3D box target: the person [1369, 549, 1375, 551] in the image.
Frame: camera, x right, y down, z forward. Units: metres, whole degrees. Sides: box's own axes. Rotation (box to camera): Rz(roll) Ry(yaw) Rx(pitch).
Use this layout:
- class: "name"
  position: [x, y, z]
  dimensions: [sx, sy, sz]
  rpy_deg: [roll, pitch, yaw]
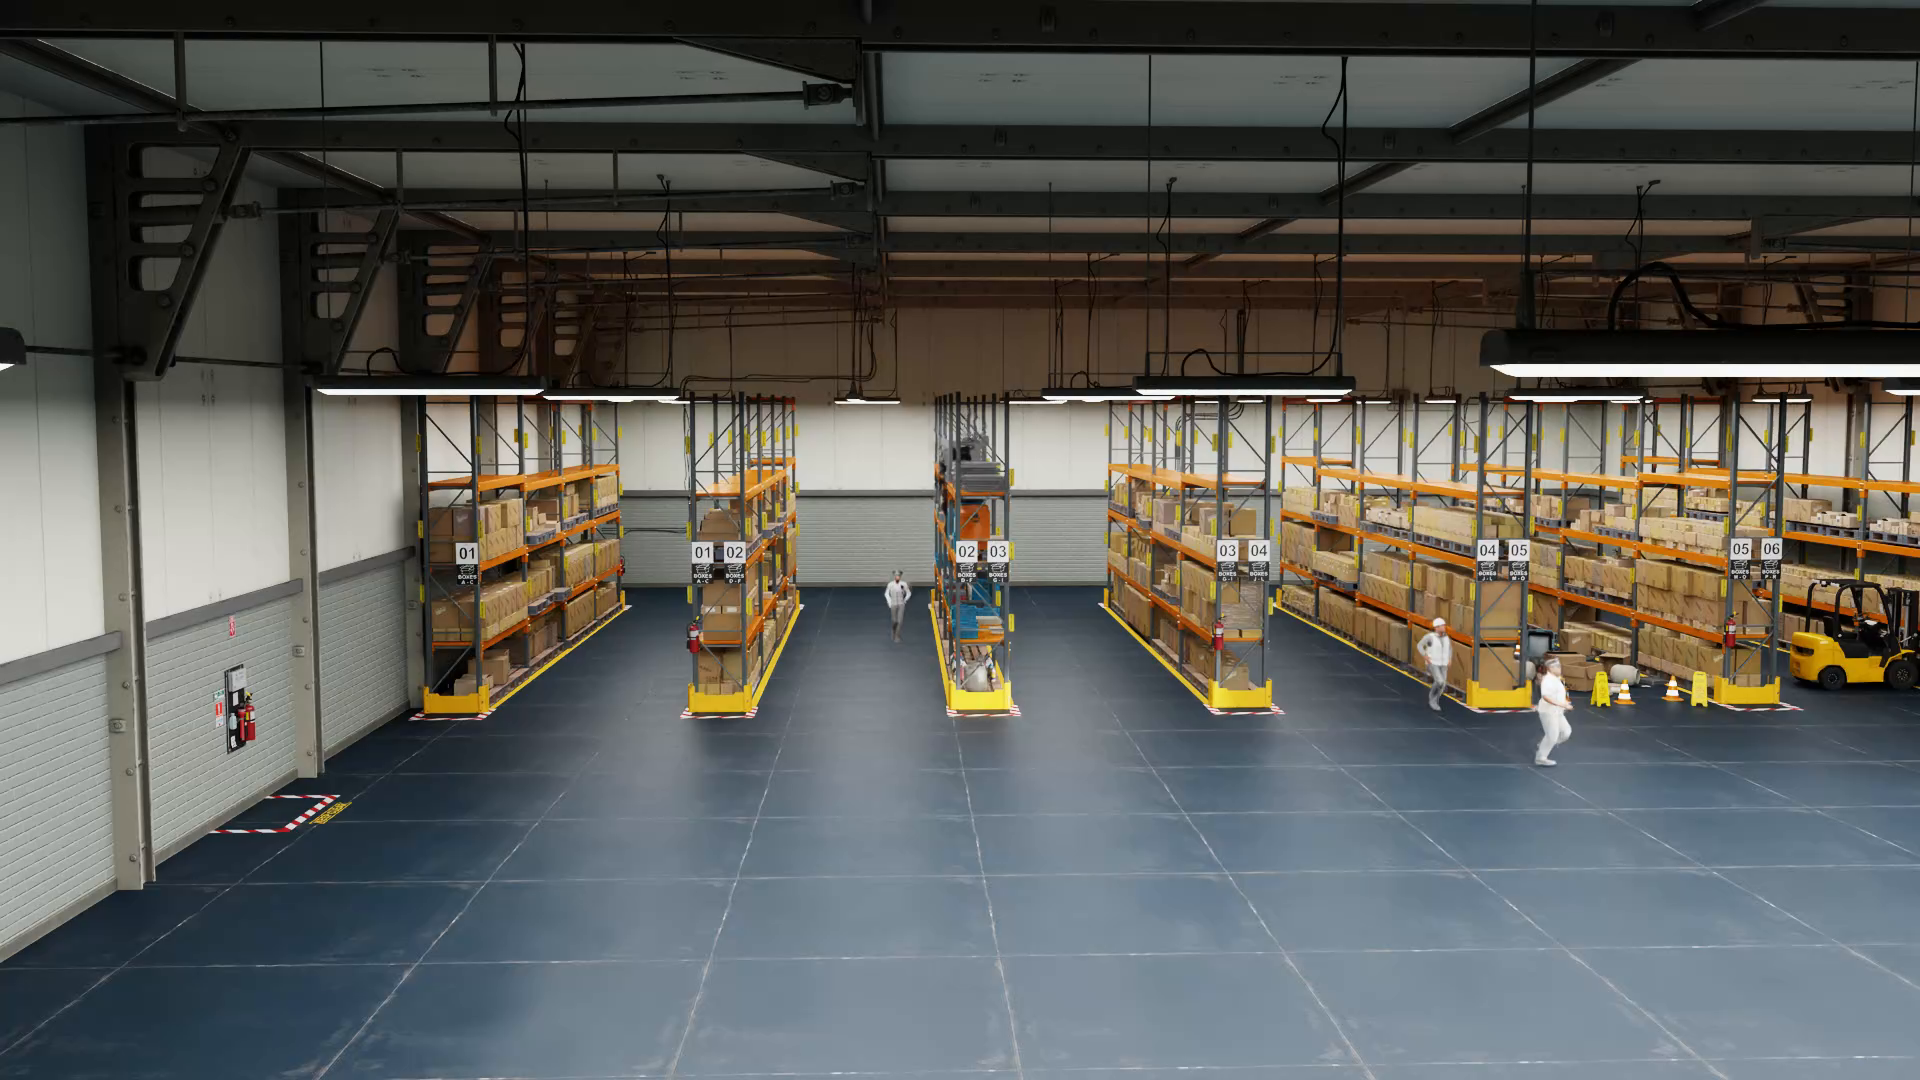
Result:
- class: "person"
  position: [11.324, 1.153, 45.788]
  dimensions: [0.672, 1.819, 0.928]
  rpy_deg: [-1, 5, -7]

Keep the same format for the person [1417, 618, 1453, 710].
- class: "person"
  position: [9.018, 2.341, 31.330]
  dimensions: [0.678, 1.739, 0.599]
  rpy_deg: [-1, 5, -18]

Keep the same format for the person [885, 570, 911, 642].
- class: "person"
  position: [-1.430, 1.521, 38.560]
  dimensions: [0.610, 1.672, 0.535]
  rpy_deg: [0, 5, -1]

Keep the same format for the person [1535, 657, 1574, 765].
- class: "person"
  position: [9.484, 2.723, 26.467]
  dimensions: [0.608, 1.735, 0.706]
  rpy_deg: [3, 6, 36]
